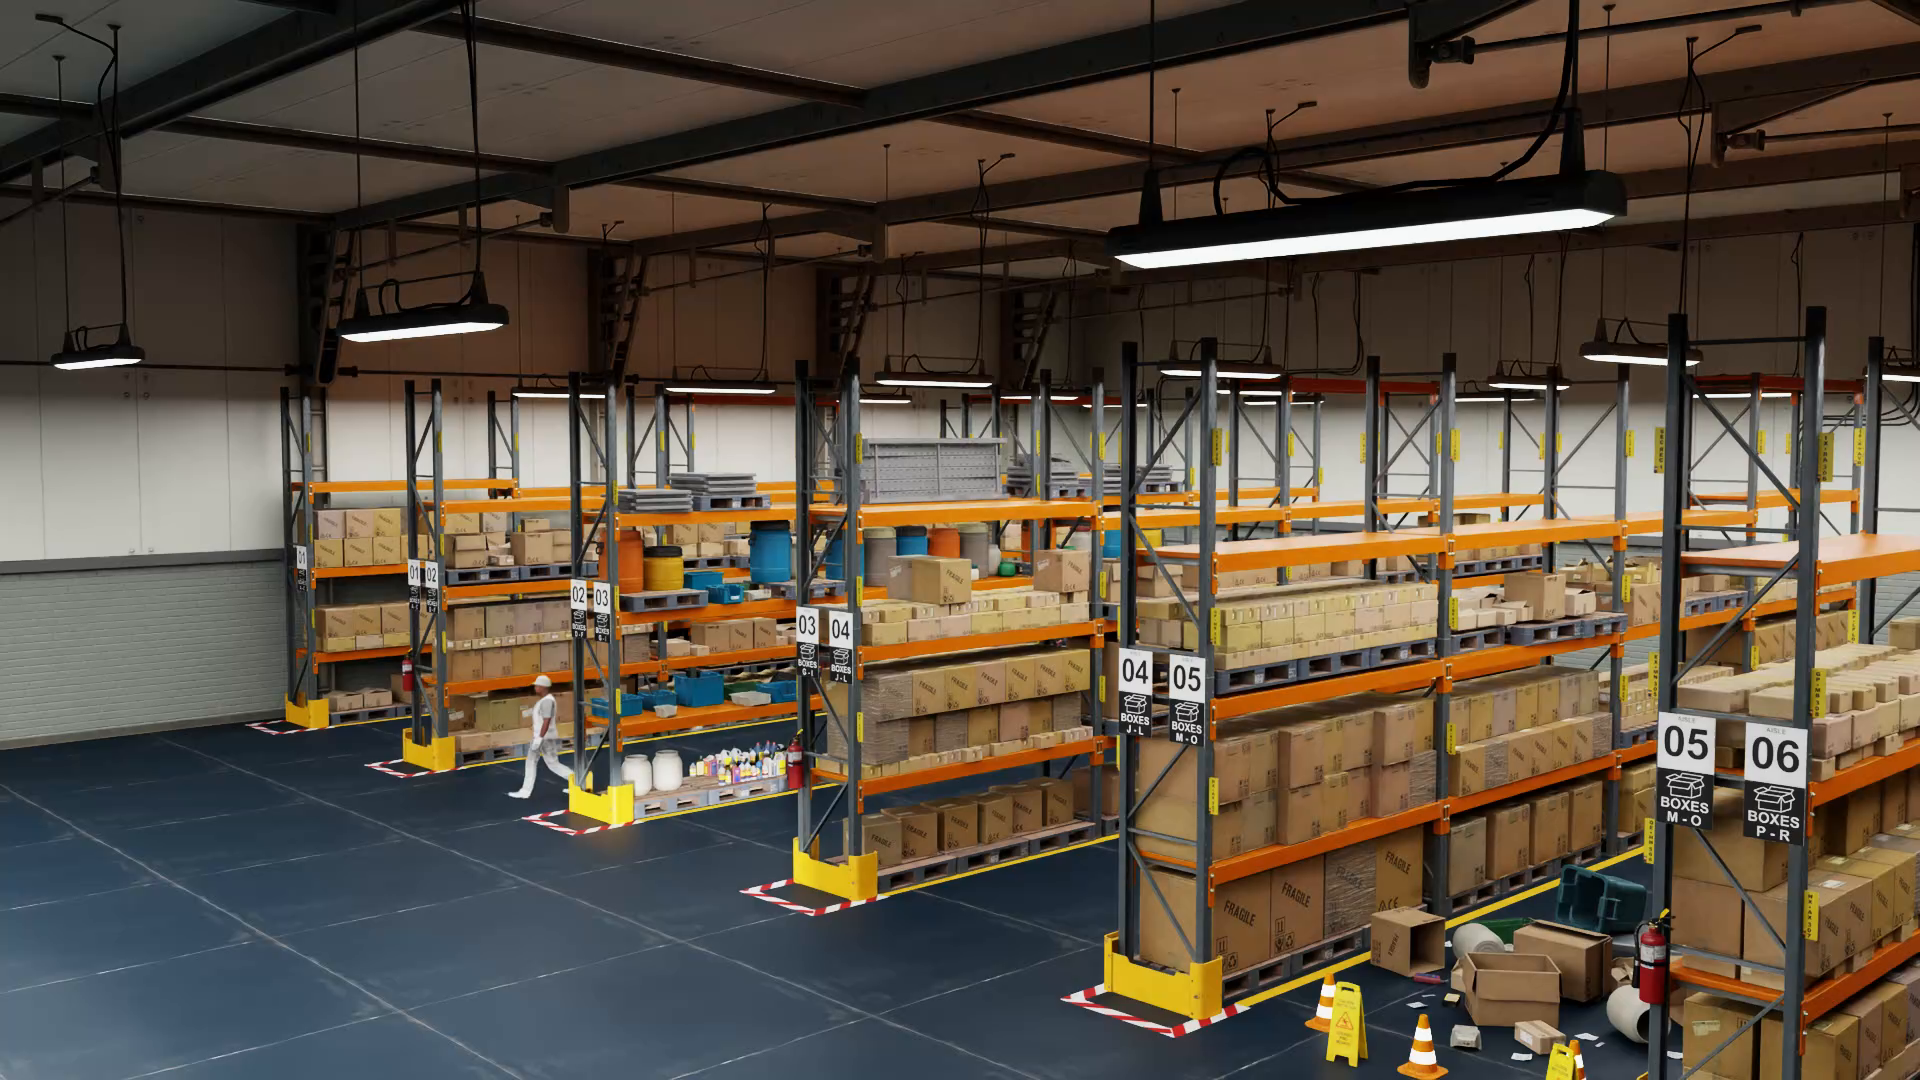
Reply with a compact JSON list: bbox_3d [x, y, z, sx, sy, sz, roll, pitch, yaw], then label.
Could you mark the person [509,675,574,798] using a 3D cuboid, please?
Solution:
[{"bbox_3d":[-5.876,2.791,23.554,1.023,1.749,0.574,-1,4,-21],"label":"person"}]
